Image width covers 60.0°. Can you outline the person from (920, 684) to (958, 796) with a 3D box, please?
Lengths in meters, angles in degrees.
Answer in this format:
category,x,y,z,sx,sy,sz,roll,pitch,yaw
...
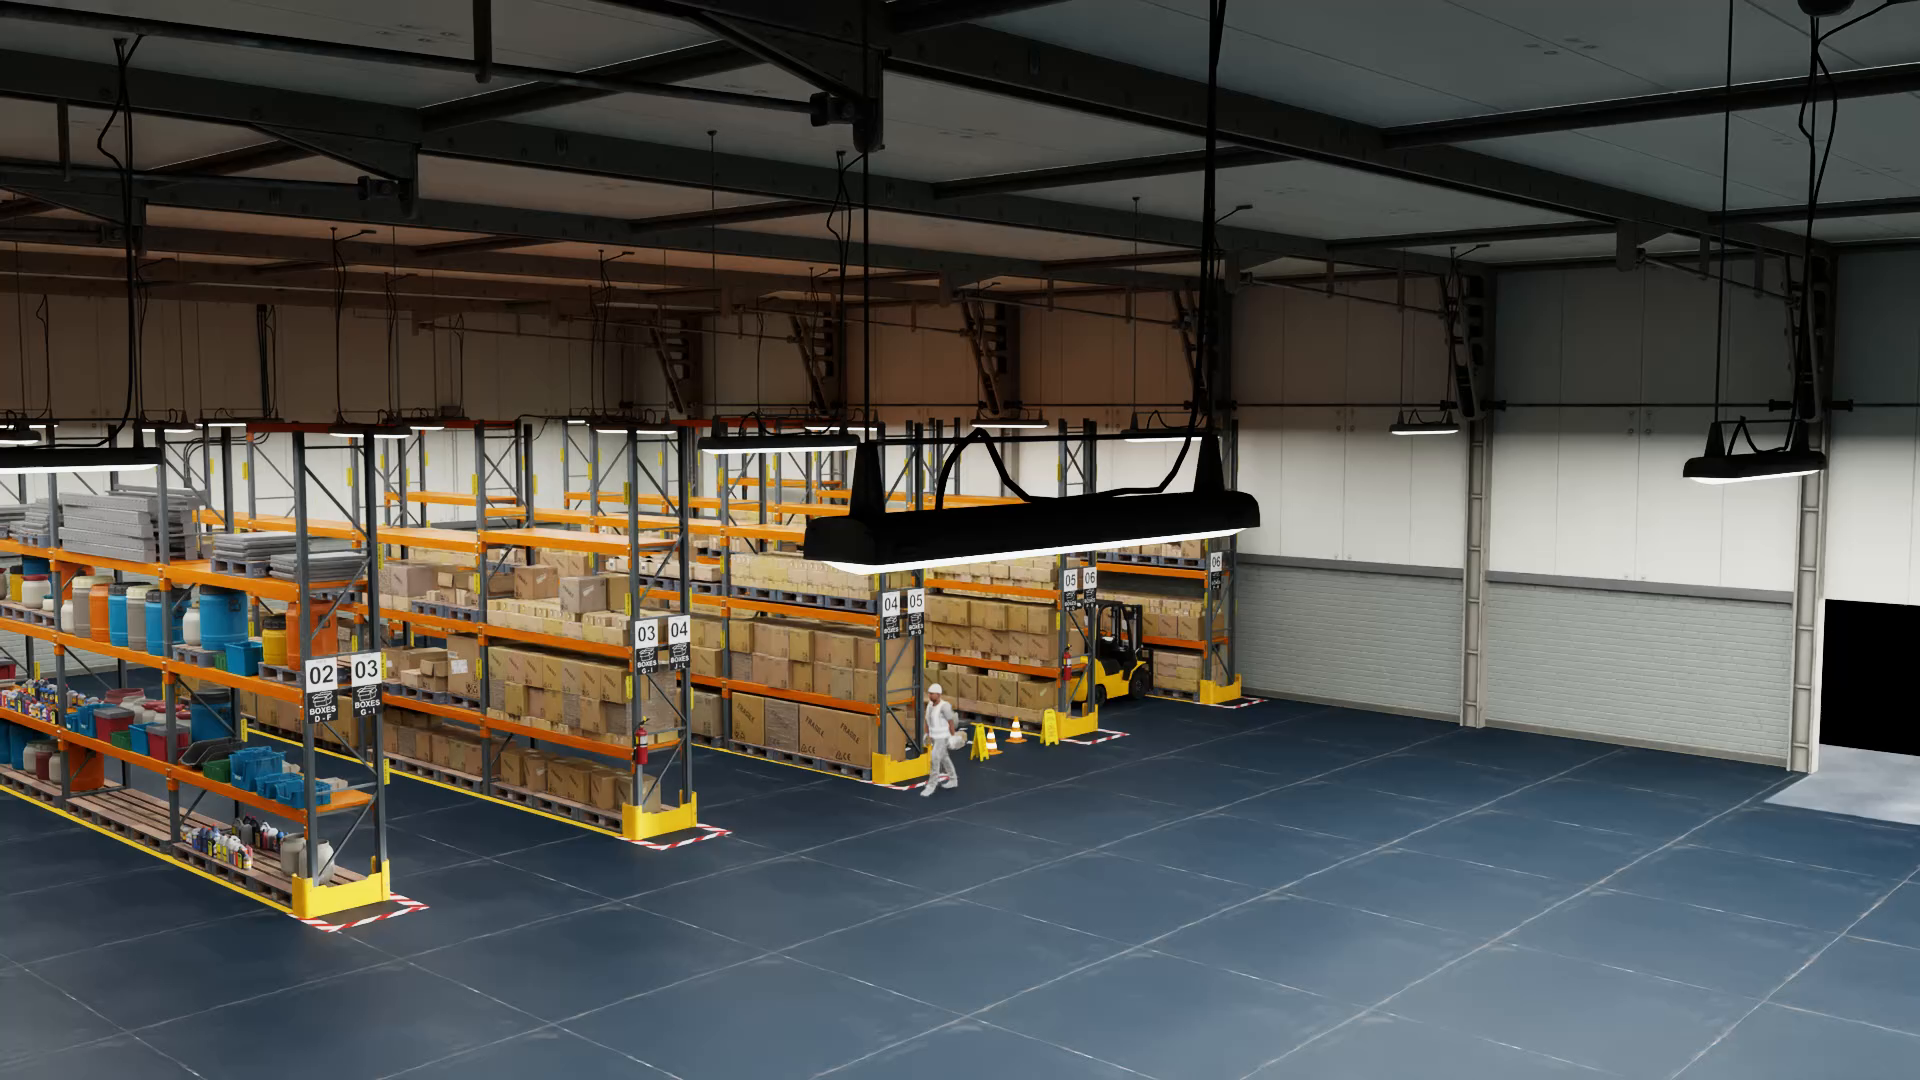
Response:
category,x,y,z,sx,sy,sz,roll,pitch,yaw
person,-0.387,3.224,27.144,0.820,1.760,0.580,-2,5,-28

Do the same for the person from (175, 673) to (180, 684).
category,x,y,z,sx,sy,sz,roll,pitch,yaw
person,-17.873,2.362,37.767,0.814,1.778,0.710,3,5,29
